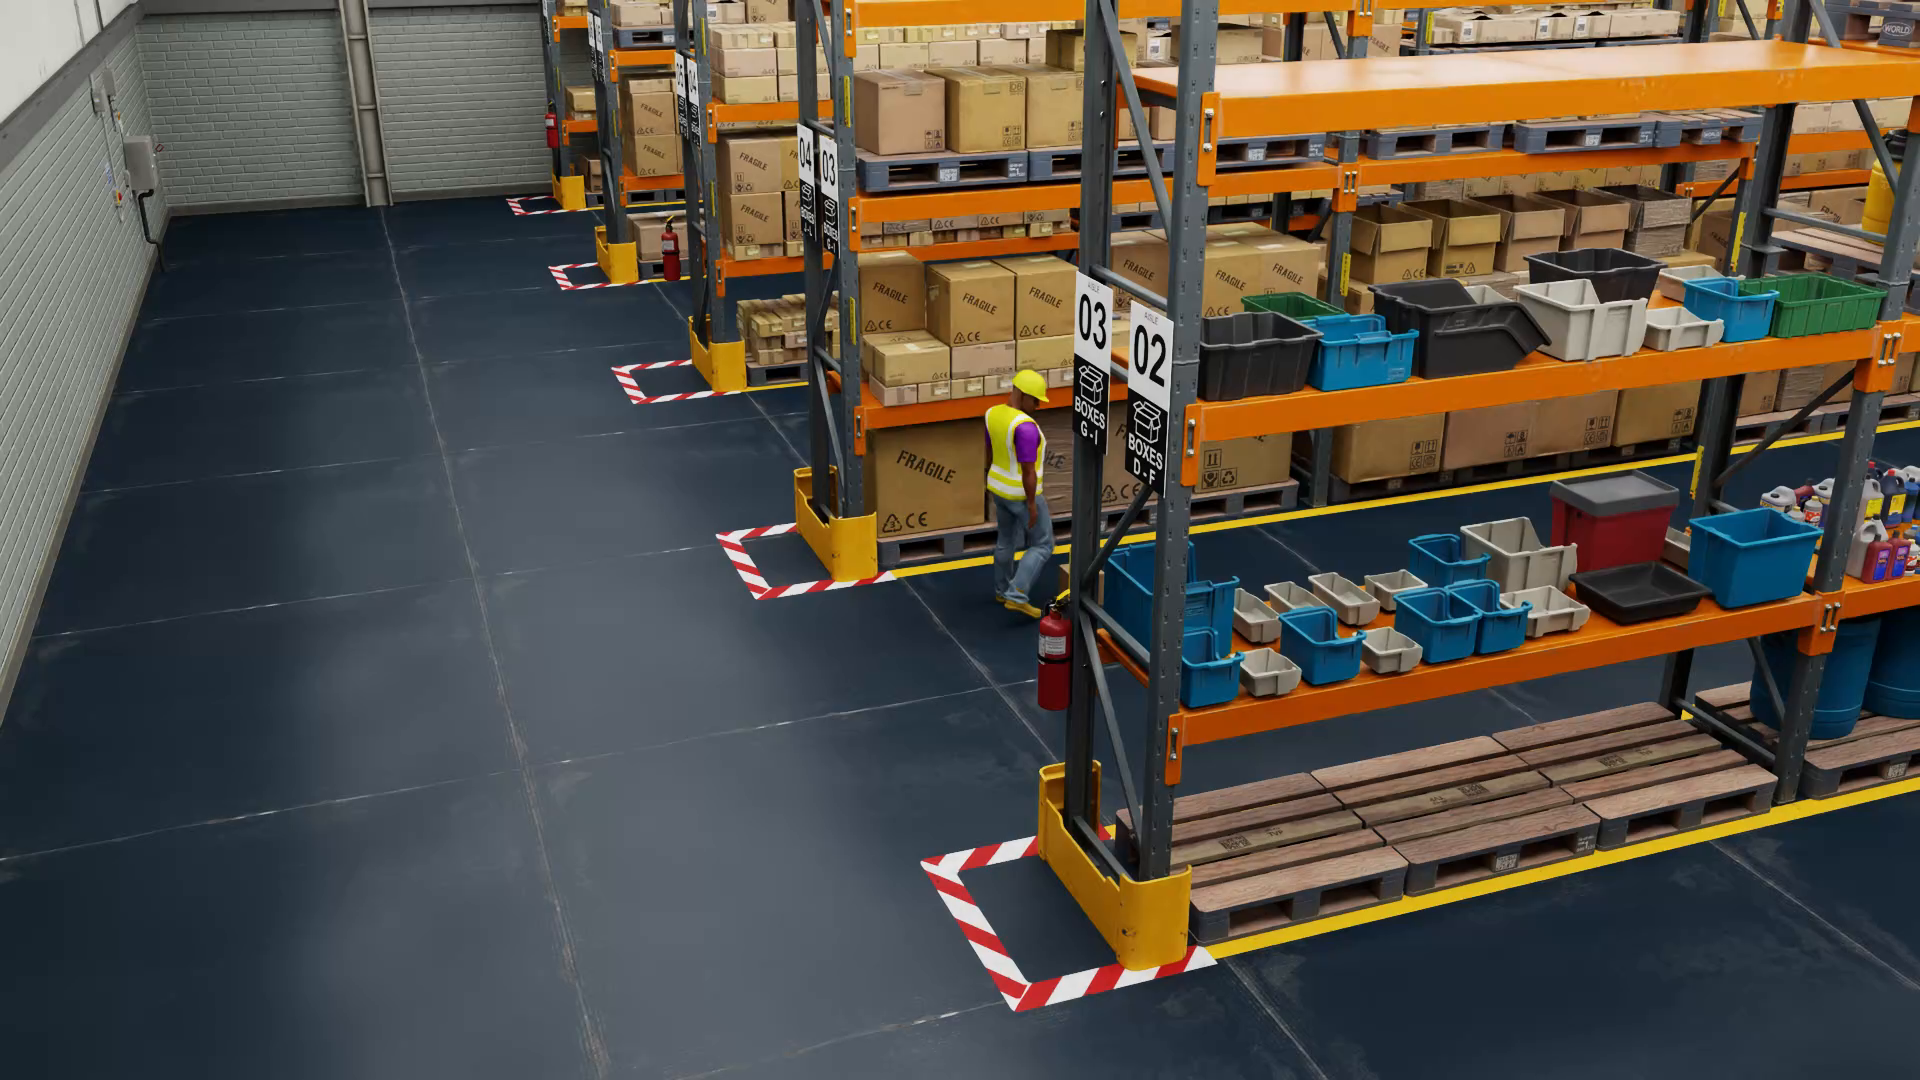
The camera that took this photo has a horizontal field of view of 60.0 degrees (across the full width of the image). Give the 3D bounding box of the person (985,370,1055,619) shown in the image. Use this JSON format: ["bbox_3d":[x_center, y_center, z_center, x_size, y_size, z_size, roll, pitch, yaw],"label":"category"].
[{"bbox_3d":[0.388,-0.337,11.600,0.464,1.758,0.661,-15,27,-32],"label":"person"}]
